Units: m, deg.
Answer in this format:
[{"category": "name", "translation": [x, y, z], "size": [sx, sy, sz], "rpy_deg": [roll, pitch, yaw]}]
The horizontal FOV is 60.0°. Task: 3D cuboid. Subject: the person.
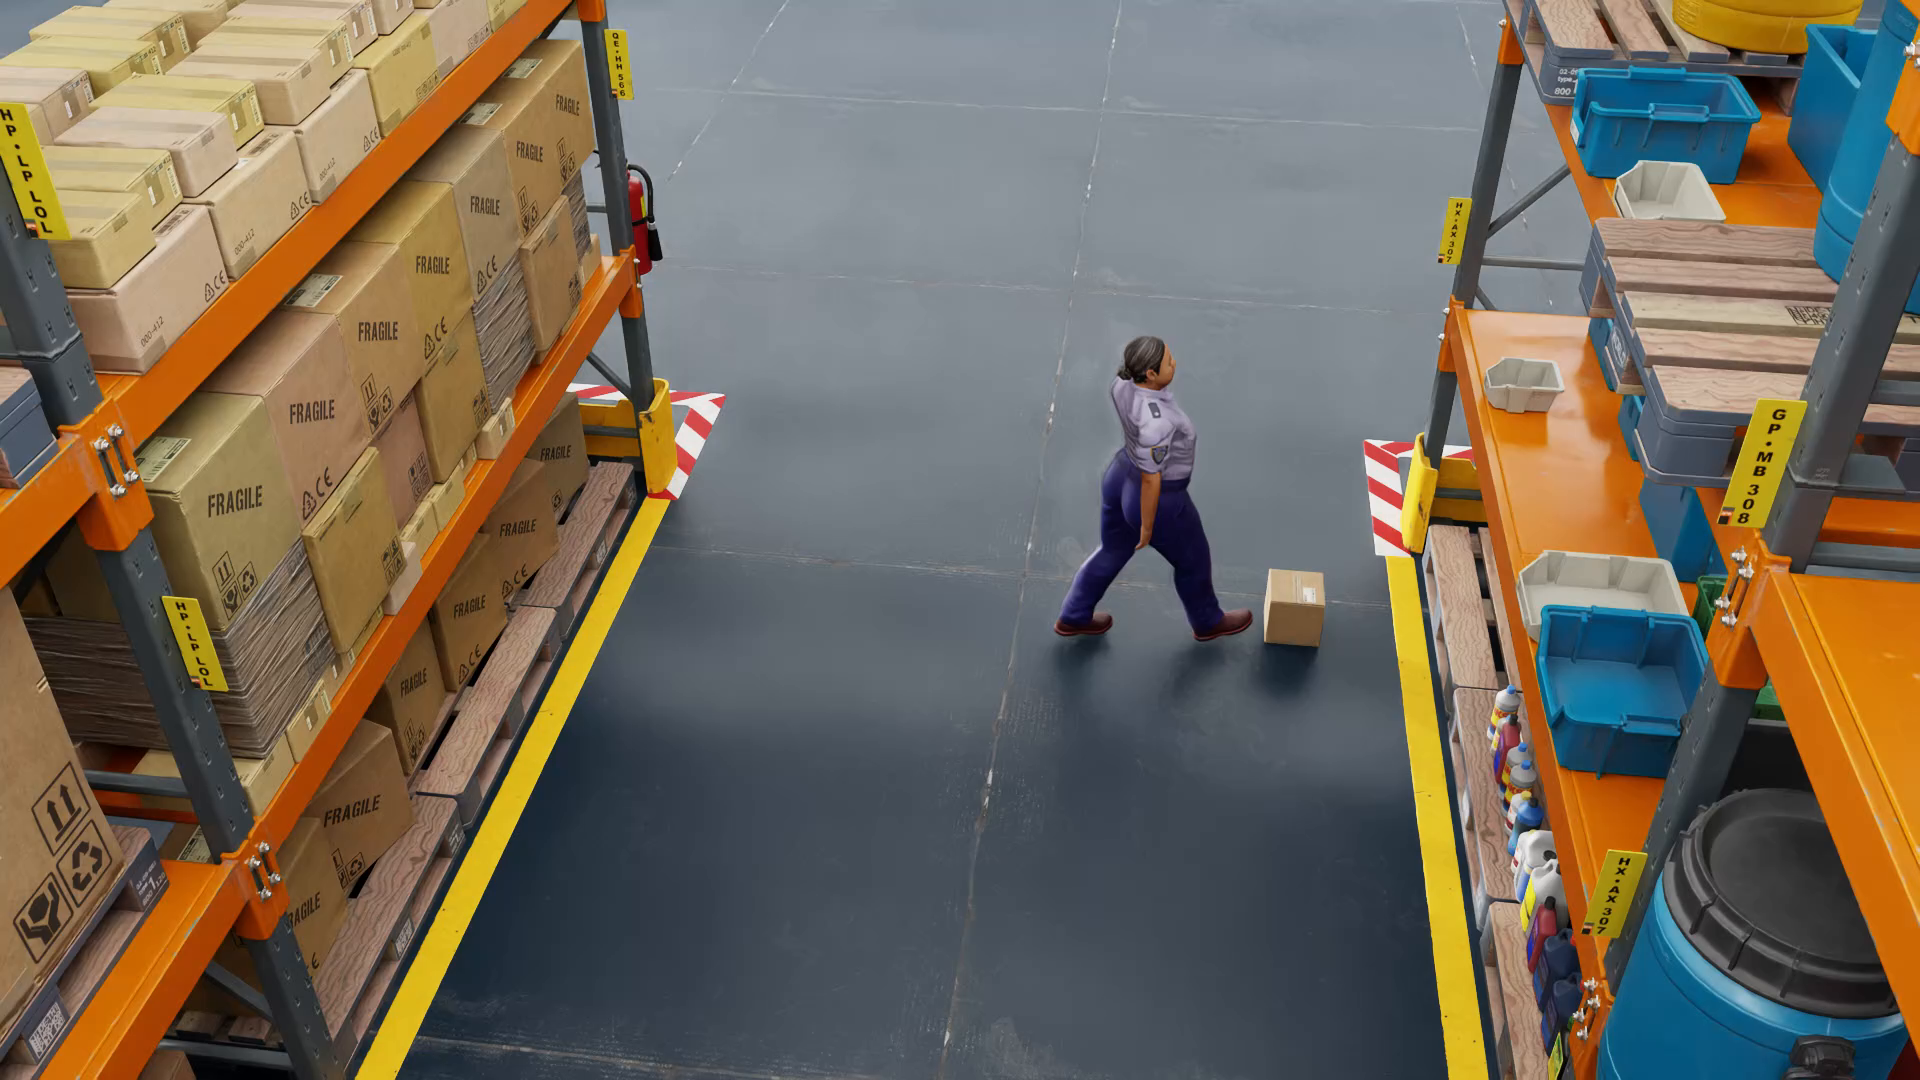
[{"category": "person", "translation": [0.897, -0.229, 7.359], "size": [0.889, 1.601, 0.484], "rpy_deg": [-15, 39, -19]}]
